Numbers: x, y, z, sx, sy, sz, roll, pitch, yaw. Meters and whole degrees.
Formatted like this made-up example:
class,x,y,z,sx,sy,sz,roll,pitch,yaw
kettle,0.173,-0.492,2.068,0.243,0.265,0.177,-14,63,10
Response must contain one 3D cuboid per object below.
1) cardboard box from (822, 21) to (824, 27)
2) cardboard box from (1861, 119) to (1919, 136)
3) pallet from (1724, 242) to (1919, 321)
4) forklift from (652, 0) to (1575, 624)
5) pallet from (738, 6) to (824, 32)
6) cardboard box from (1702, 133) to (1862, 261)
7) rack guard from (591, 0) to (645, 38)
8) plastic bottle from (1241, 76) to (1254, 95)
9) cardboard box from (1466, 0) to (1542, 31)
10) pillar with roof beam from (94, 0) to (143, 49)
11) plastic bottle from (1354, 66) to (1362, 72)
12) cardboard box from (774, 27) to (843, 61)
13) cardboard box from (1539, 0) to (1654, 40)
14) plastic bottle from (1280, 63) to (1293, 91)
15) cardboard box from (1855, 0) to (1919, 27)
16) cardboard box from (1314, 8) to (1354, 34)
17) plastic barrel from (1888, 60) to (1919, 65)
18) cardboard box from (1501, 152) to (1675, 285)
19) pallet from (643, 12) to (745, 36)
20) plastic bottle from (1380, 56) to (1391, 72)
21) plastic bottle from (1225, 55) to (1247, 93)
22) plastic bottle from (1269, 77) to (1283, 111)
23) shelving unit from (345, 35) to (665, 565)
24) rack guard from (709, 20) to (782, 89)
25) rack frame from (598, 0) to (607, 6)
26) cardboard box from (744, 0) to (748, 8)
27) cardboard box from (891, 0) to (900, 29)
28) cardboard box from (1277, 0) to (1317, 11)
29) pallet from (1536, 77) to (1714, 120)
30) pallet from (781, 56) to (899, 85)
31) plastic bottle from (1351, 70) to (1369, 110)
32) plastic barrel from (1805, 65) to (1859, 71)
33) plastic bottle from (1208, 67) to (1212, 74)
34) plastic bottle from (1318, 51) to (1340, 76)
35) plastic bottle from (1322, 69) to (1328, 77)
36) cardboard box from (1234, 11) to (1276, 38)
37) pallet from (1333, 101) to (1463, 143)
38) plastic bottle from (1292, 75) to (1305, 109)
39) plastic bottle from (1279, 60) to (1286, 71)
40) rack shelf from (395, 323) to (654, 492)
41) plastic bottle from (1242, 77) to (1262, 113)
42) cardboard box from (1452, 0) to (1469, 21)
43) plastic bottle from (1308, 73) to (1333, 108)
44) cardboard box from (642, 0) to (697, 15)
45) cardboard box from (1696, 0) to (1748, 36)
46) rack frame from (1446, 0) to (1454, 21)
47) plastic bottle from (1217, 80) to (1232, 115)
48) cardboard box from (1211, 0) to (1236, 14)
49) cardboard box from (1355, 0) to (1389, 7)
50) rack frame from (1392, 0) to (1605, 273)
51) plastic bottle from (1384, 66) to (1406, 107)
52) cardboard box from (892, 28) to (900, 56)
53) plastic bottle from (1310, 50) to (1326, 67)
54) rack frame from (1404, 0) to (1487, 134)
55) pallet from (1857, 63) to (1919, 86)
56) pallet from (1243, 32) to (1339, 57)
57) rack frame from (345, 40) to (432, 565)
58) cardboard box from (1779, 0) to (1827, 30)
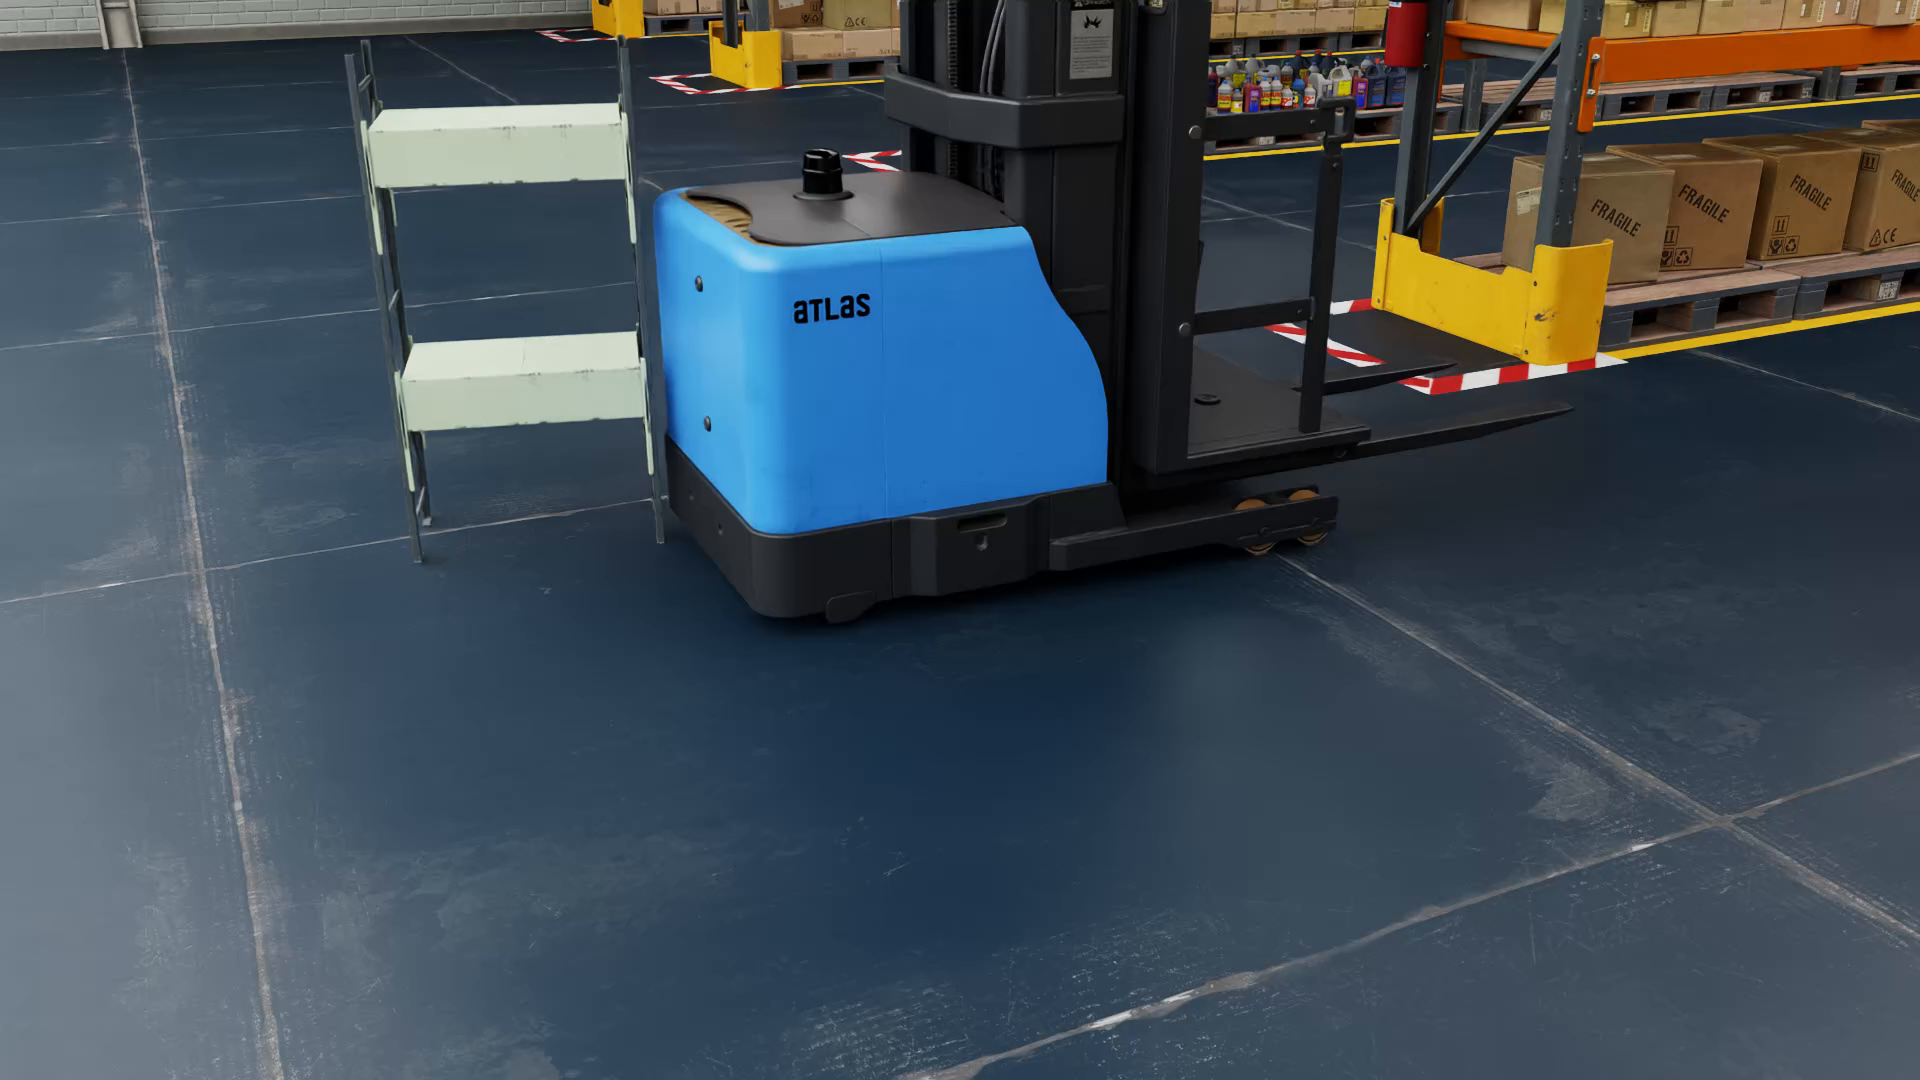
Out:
class,x,y,z,sx,sy,sz,roll,pitch,yaw
cardboard box,-1.207,-4.948,16.326,0.500,0.250,0.500,-10,25,-24
cardboard box,4.999,-1.884,8.598,0.500,0.500,0.500,-3,23,-7
pallet,4.199,-1.379,8.306,1.213,0.211,1.003,-10,25,-24
forklift,0.627,-1.484,5.003,3.031,2.935,1.130,-10,24,-23
pallet,-2.246,-6.500,20.677,1.213,0.211,1.003,-10,25,-24
cardboard box,3.952,-1.677,8.098,0.500,0.500,0.500,-8,24,-19
rack guard,-4.091,-6.310,19.841,0.348,0.500,1.175,-10,25,-24
plastic bottle,2.206,-3.454,12.757,0.097,0.201,0.097,0,22,0
cardboard box,2.453,-2.334,7.295,0.250,0.149,0.380,-10,25,-24
pillar with roof beam,-7.443,-8.160,13.197,0.400,9.000,9.100,-10,25,-24
plastic bottle,3.173,-3.694,13.335,0.097,0.201,0.097,0,22,0
cardboard box,-1.428,-4.682,15.685,0.500,0.250,0.500,-10,25,-24
cardboard box,2.646,-2.181,6.924,0.250,0.149,0.380,-10,25,-24
plastic bottle,2.548,-3.585,12.981,0.097,0.271,0.097,0,22,0
cardboard box,4.039,-2.396,7.445,0.250,0.149,0.380,-10,25,-24
cardboard box,3.915,-5.656,18.039,0.500,0.250,0.500,-10,24,-22
plastic barrel,8.797,-4.720,15.334,0.708,0.588,0.600,-10,25,-24
cardboard box,2.856,-1.468,7.595,0.500,0.500,0.500,-6,23,-14
pallet,-3.343,-6.299,20.192,1.213,0.211,1.003,-10,25,-24
plastic bottle,3.224,-3.525,12.732,0.185,0.351,0.144,-10,25,-24
plastic bottle,2.114,-3.558,12.811,0.185,0.351,0.144,-9,24,-21
plastic bottle,2.305,-3.248,12.166,0.097,0.271,0.097,0,22,0
shelving unit,-1.335,-0.722,5.032,0.755,1.500,0.431,-5,23,-11
rack guard,-2.029,-4.587,15.678,0.348,0.500,1.175,-10,25,-24
rack frame,-4.159,-7.453,19.332,0.127,3.000,1.000,-10,25,-24
cardboard box,-2.300,-6.784,20.409,0.500,0.500,0.700,-12,25,-27
cardboard box,-0.533,-5.199,15.954,0.500,0.500,0.500,-10,25,-24
cardboard box,3.462,-5.830,17.726,0.500,0.311,0.500,-10,24,-22
pallet,5.533,-3.761,14.060,1.213,0.211,1.003,-10,25,-24
pallet,-1.337,-4.599,16.084,1.213,0.211,1.003,-10,25,-24
plastic bottle,2.985,-3.371,12.448,0.133,0.283,0.061,-9,24,-20
plastic barrel,7.779,-4.644,14.835,0.708,0.830,0.600,-10,25,-24
plastic bottle,1.841,-3.471,12.700,0.135,0.276,0.152,-10,25,-23
plastic bottle,2.897,-3.641,13.012,0.185,0.351,0.144,-10,25,-24
plastic bottle,2.755,-3.390,12.493,0.133,0.283,0.061,-10,25,-24
cardboard box,2.994,-5.486,17.627,0.500,0.250,0.500,-11,25,-25
pallet,3.118,-3.316,12.986,1.213,0.211,1.003,-10,25,-24
plastic bottle,2.488,-3.282,12.248,0.097,0.271,0.097,0,22,0
plastic bottle,2.497,-3.615,13.037,0.133,0.283,0.061,-9,24,-21
rack shelf,-1.335,-0.420,5.157,0.720,0.370,0.431,-5,23,-11
plastic bottle,2.118,-3.211,12.062,0.133,0.283,0.061,-10,25,-23
cardboard box,5.735,-6.098,18.754,0.500,0.500,0.500,-9,24,-21
plastic bottle,2.674,-3.330,12.358,0.135,0.276,0.152,-10,24,-23
cardboard box,-3.497,-6.497,19.965,0.500,0.311,0.500,-14,26,-30
cardboard box,3.111,-2.252,7.096,0.250,0.149,0.380,-10,25,-24
rack frame,5.201,-7.073,18.415,0.127,3.000,1.000,-10,25,-24
plastic bottle,1.906,-3.174,11.989,0.097,0.271,0.097,0,22,0
cardboard box,2.531,-5.656,17.305,0.500,0.311,0.500,-11,25,-24
cardboard box,4.370,-5.996,18.125,0.500,0.311,0.500,-11,25,-24
rack frame,2.286,-2.332,6.961,0.127,3.000,1.000,-10,25,-24
plastic bottle,3.286,-3.475,12.612,0.185,0.351,0.144,-11,25,-25
cardboard box,-0.528,-4.849,16.088,0.500,0.250,0.500,-10,25,-24
plastic bottle,2.834,-3.690,13.132,0.185,0.351,0.144,-10,24,-22
rack frame,3.742,-4.702,12.687,0.127,3.000,1.000,-10,25,-24
pallet,9.136,-4.423,15.659,1.213,0.211,1.003,-10,25,-24
pallet,3.345,-5.461,18.166,1.213,0.211,1.003,-10,25,-24
rack frame,-1.693,-0.693,4.962,0.023,1.500,0.400,-5,23,-11
cardboard box,3.556,-2.339,7.308,0.250,0.149,0.380,-10,25,-24
